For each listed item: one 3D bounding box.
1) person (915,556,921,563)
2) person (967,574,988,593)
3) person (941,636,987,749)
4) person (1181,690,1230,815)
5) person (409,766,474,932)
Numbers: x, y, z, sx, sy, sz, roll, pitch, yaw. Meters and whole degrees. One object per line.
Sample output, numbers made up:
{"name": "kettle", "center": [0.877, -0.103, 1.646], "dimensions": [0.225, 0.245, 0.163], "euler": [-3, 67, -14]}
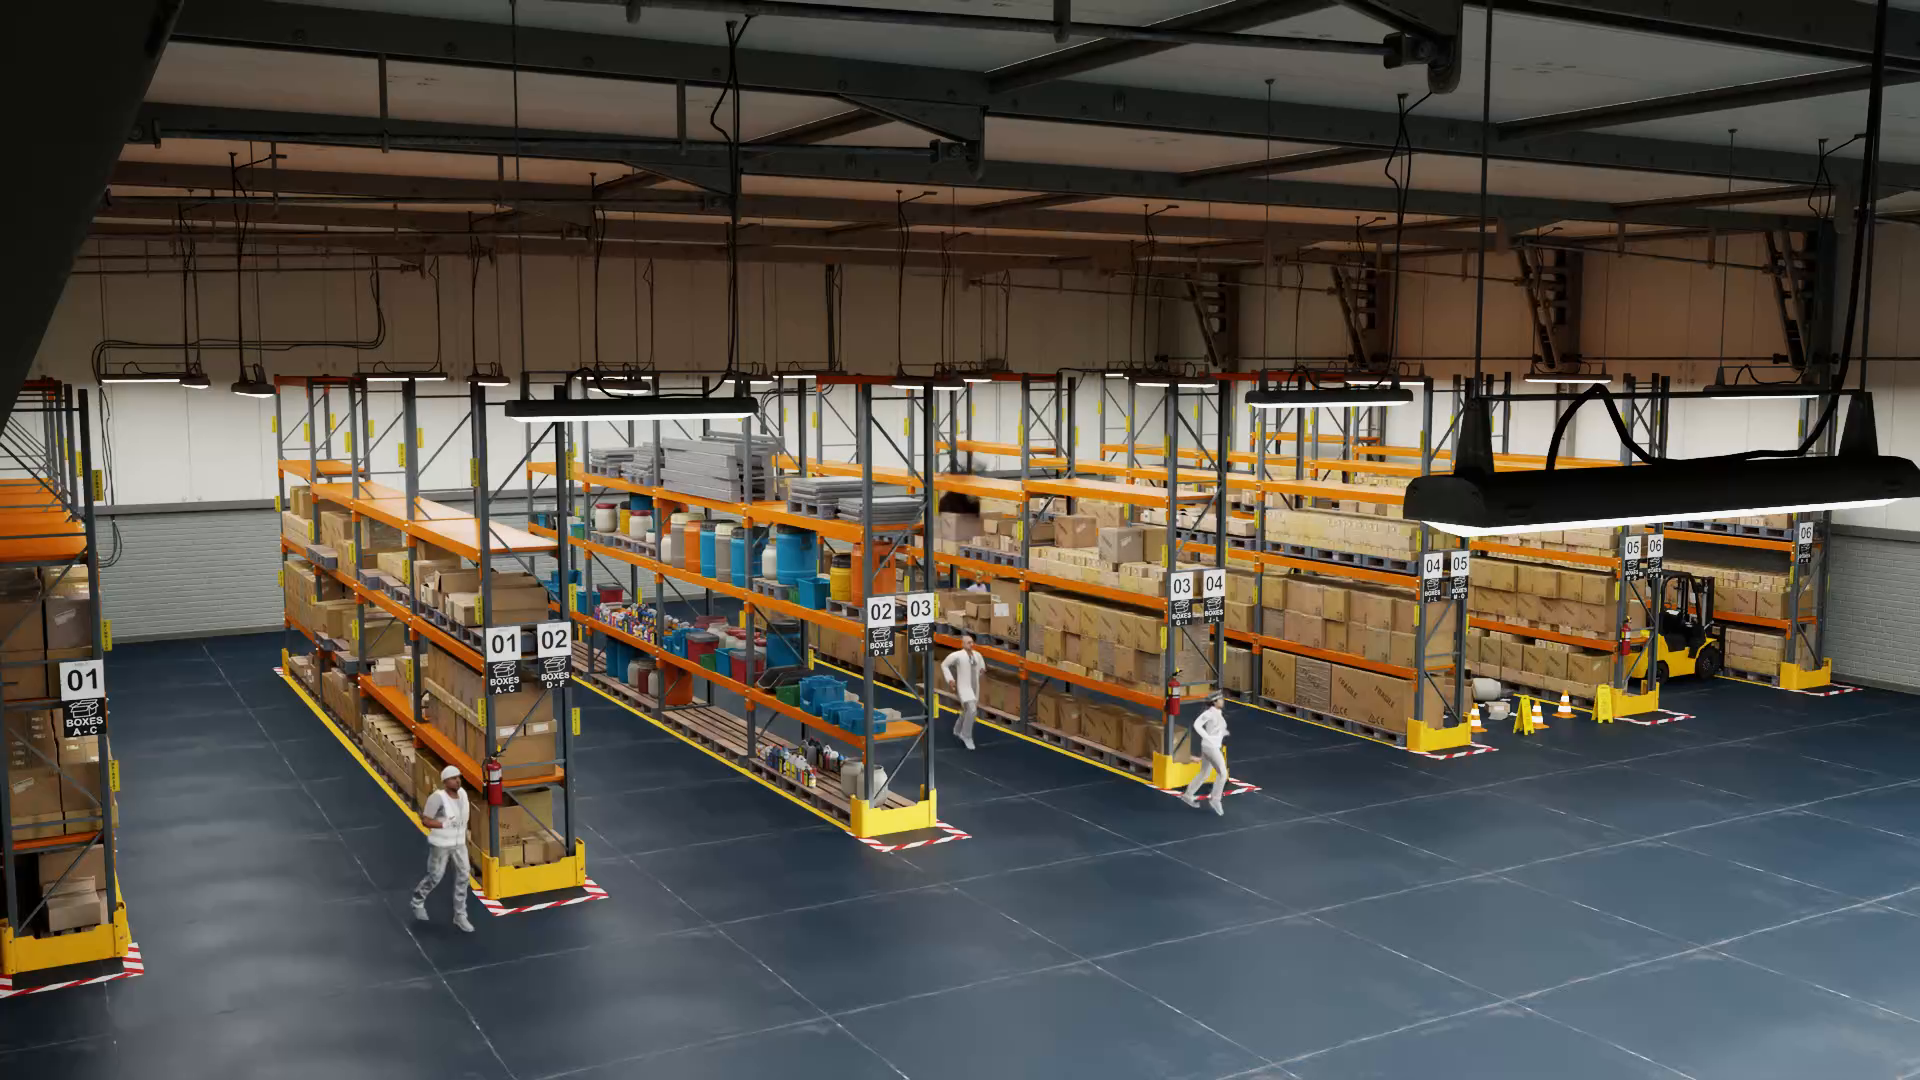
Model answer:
{"name": "person", "center": [-1.029, 1.222, 38.715], "dimensions": [0.683, 1.784, 0.947], "euler": [-3, 7, -26]}
{"name": "person", "center": [0.434, 1.530, 36.251], "dimensions": [0.619, 1.589, 1.044], "euler": [-3, 7, -26]}
{"name": "person", "center": [0.123, 2.481, 27.206], "dimensions": [0.675, 1.846, 0.829], "euler": [-6, 8, -42]}
{"name": "person", "center": [3.463, 2.967, 23.394], "dimensions": [0.665, 1.753, 0.612], "euler": [1, 6, 13]}
{"name": "person", "center": [-5.724, 3.412, 18.573], "dimensions": [0.888, 1.810, 0.686], "euler": [4, 7, 33]}
